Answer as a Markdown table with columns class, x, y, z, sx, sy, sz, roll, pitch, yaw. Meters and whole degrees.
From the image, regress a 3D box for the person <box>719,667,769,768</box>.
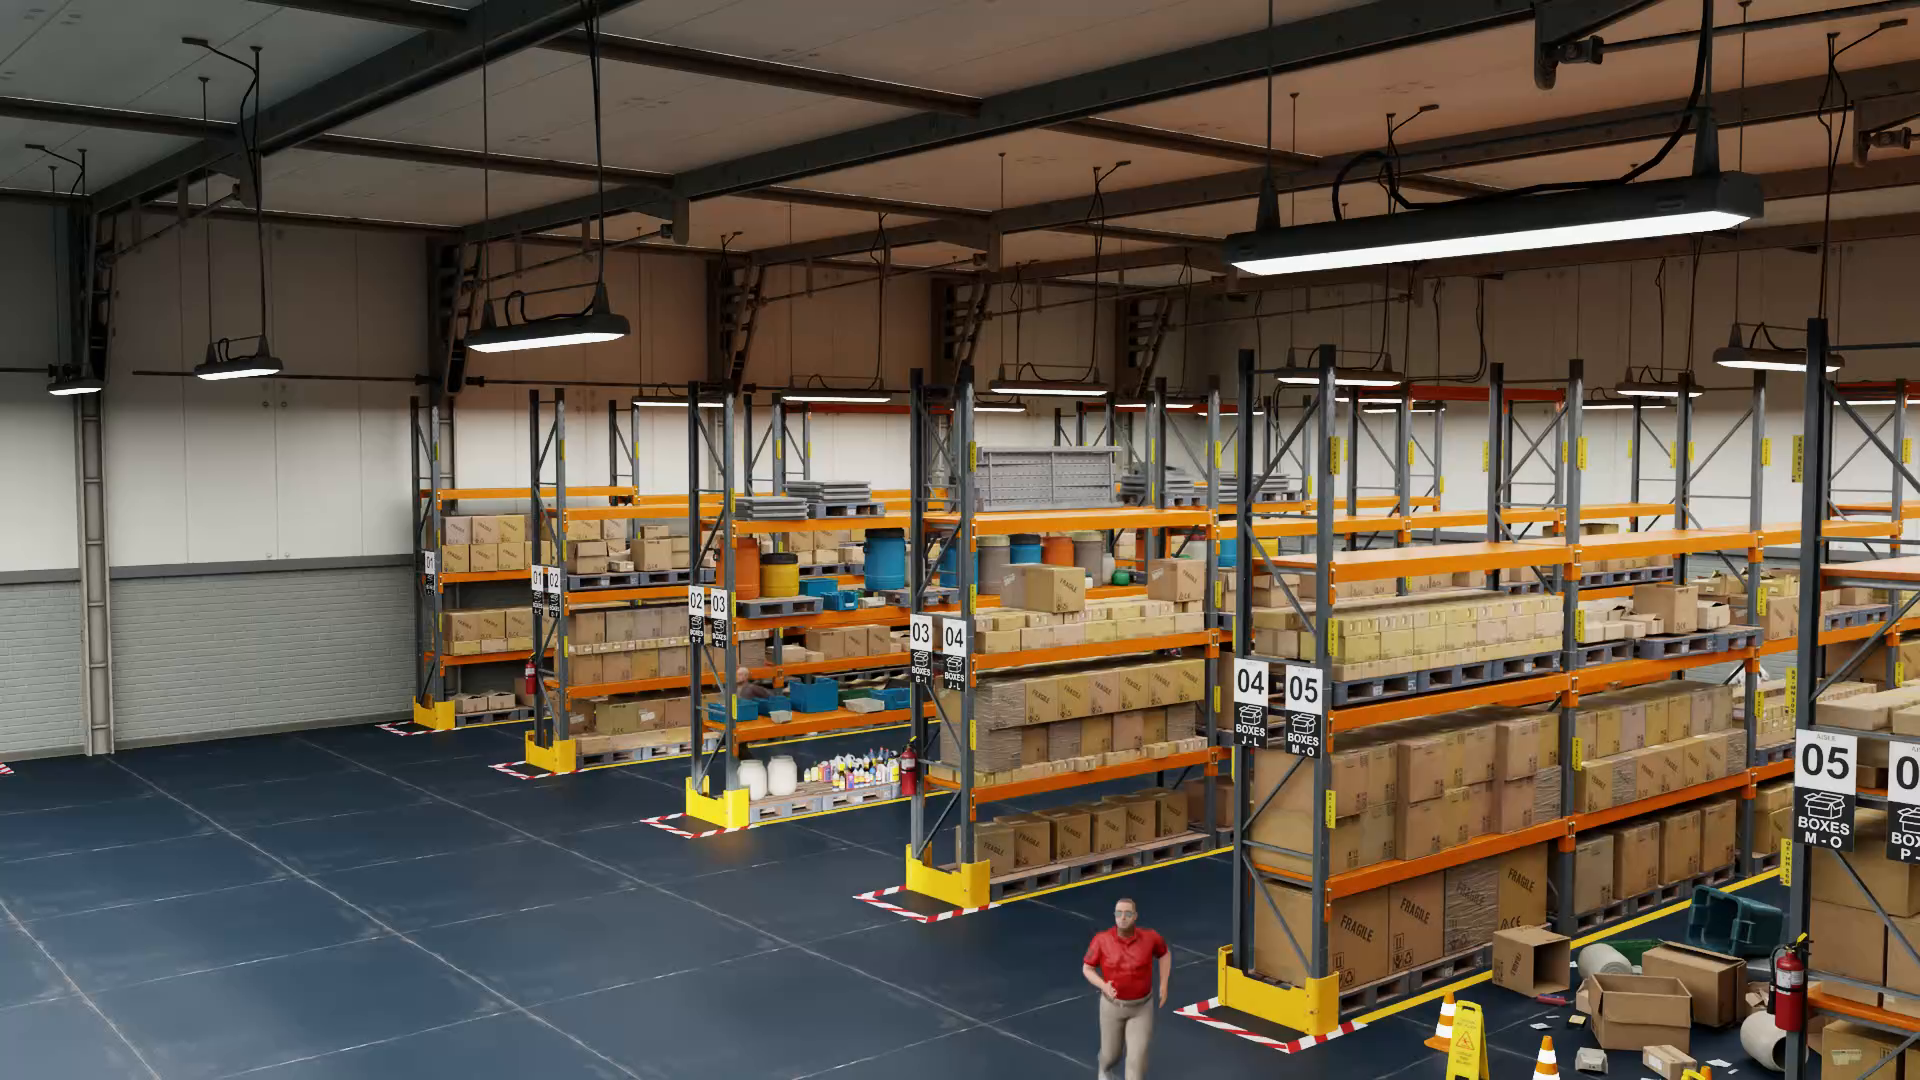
| class | x | y | z | sx | sy | sz | roll | pitch | yaw |
| --- | --- | --- | --- | --- | --- | --- | --- | --- | --- |
| person | -3.281 | 2.819 | 25.002 | 0.702 | 1.808 | 0.742 | 3 | 4 | 41 |

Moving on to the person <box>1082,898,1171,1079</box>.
| class | x | y | z | sx | sy | sz | roll | pitch | yaw |
| --- | --- | --- | --- | --- | --- | --- | --- | --- | --- |
| person | 1.267 | 3.564 | 12.638 | 0.672 | 1.743 | 0.968 | 0 | 3 | 6 |

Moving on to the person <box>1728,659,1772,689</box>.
| class | x | y | z | sx | sy | sz | roll | pitch | yaw |
| --- | --- | --- | --- | --- | --- | --- | --- | --- | --- |
| person | 13.130 | 2.684 | 27.619 | 0.695 | 1.712 | 0.603 | 1 | 4 | 17 |

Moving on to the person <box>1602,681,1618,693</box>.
| class | x | y | z | sx | sy | sz | roll | pitch | yaw |
| --- | --- | --- | --- | --- | --- | --- | --- | --- | --- |
| person | 9.732 | 2.879 | 24.832 | 0.803 | 1.714 | 0.618 | -3 | 4 | -41 |
